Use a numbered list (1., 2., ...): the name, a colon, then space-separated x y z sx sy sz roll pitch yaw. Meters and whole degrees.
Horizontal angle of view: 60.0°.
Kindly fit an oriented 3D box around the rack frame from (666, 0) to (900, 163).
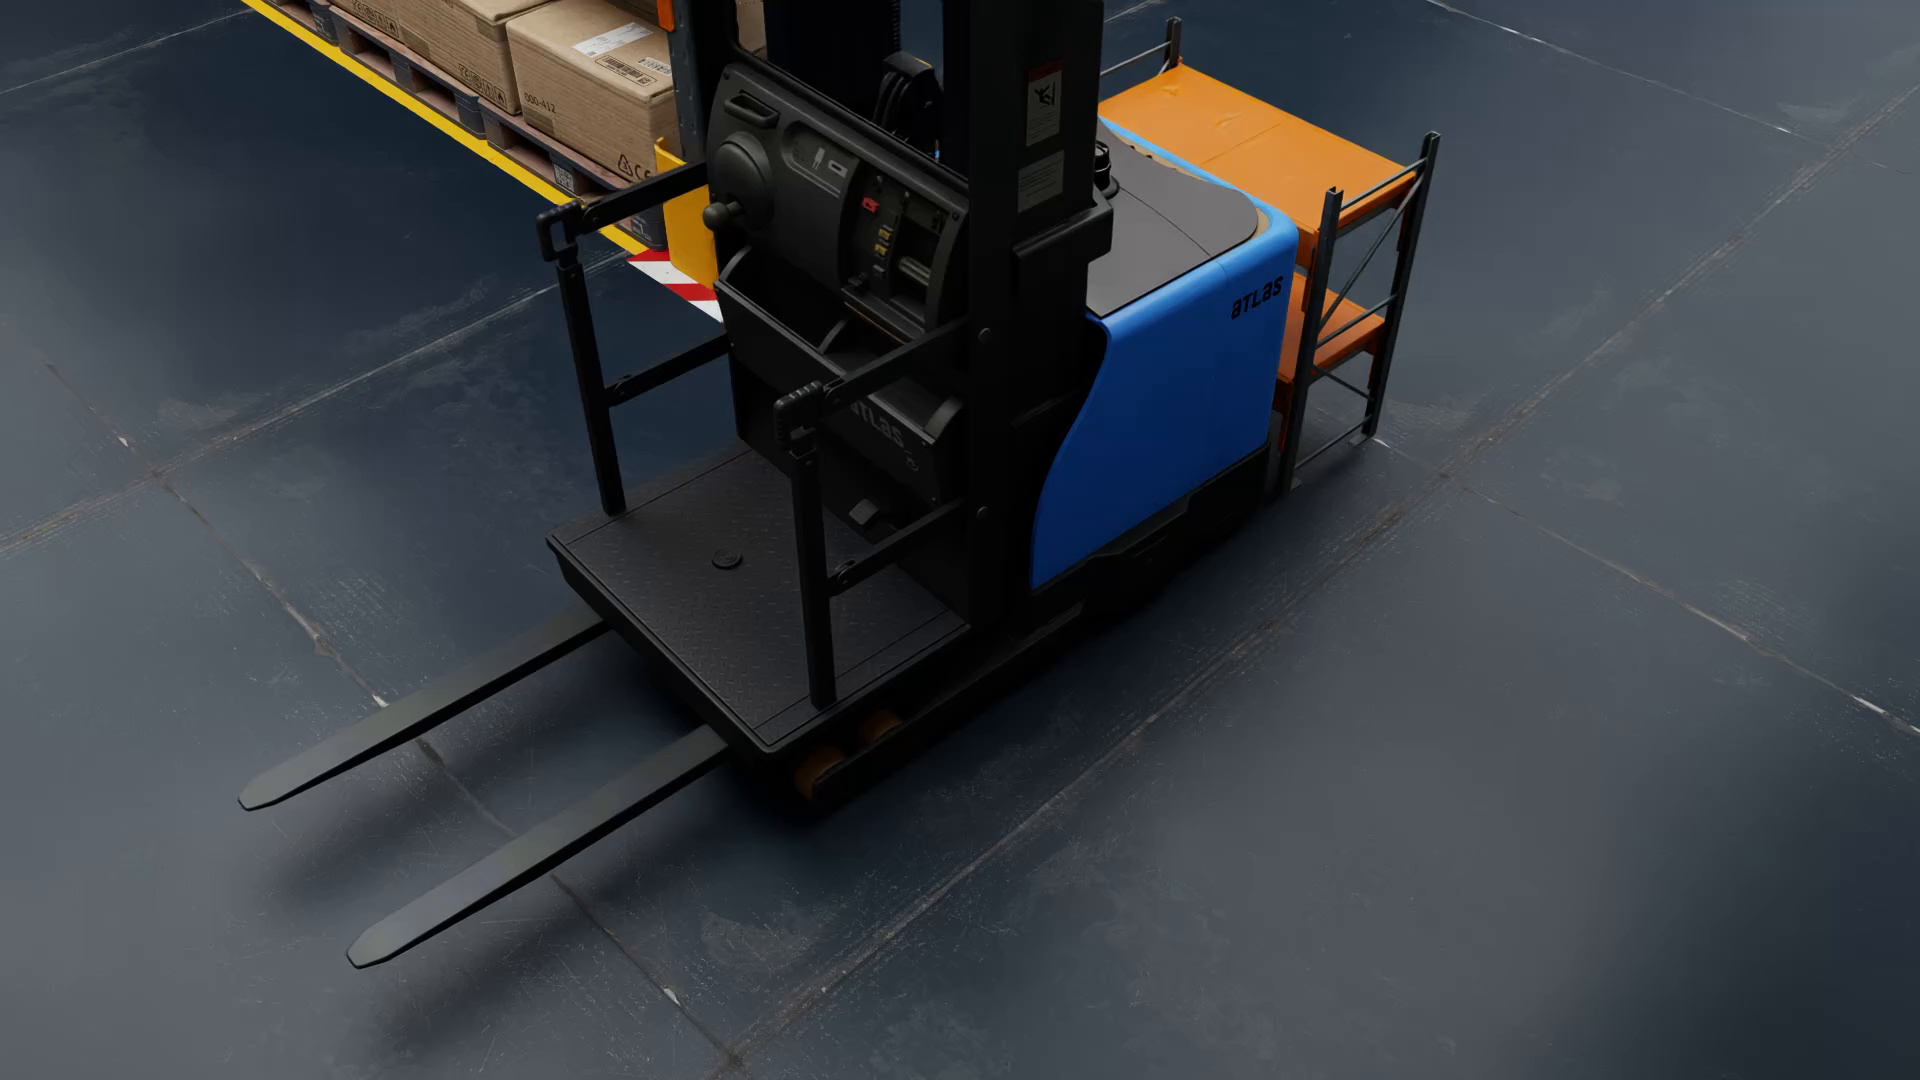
1. rack frame: -0.626 -2.392 5.628 1.000 3.000 0.127 -34 53 -31

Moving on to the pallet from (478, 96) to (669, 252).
1. pallet: -1.247 -1.714 6.950 1.003 0.211 1.213 -34 53 -31

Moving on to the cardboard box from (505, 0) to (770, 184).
1. cardboard box: -1.163 -1.874 6.647 0.875 0.438 0.875 32 52 30

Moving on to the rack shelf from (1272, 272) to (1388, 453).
1. rack shelf: 0.874 -0.746 5.588 0.538 0.278 1.000 -32 51 -30

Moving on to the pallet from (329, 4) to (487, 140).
1. pallet: -2.104 -2.301 7.584 1.003 0.211 1.213 -34 53 -31

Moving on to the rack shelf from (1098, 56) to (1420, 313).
1. rack shelf: 0.875 -1.140 5.224 0.538 0.278 1.000 -32 51 -30

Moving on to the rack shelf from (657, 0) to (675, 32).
1. rack shelf: -2.039 -3.089 6.912 1.077 0.370 4.000 -34 53 -31

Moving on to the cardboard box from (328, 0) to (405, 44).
1. cardboard box: -2.451 -2.744 7.588 0.875 0.438 0.875 33 52 30

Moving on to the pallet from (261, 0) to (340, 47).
1. pallet: -2.970 -2.887 8.219 1.003 0.211 1.213 -34 53 -31

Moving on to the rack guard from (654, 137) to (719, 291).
1. rack guard: -0.610 -1.462 6.464 1.175 0.500 0.348 -34 53 -31

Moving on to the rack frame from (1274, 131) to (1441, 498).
1. rack frame: 1.217 -0.670 5.146 0.500 1.125 0.032 -32 51 -30

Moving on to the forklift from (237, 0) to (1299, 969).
1. forklift: -0.475 -0.766 3.919 3.031 2.935 1.130 -31 51 -29

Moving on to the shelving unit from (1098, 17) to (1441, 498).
1. shelving unit: 0.875 -0.925 5.422 0.538 1.125 1.048 -32 51 -30

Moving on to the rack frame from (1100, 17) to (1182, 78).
1. rack frame: 0.532 -1.180 5.698 0.500 1.125 0.032 -32 51 -30

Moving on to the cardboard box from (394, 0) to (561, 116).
1. cardboard box: -1.816 -2.310 7.118 0.875 0.438 0.875 -33 52 -30
